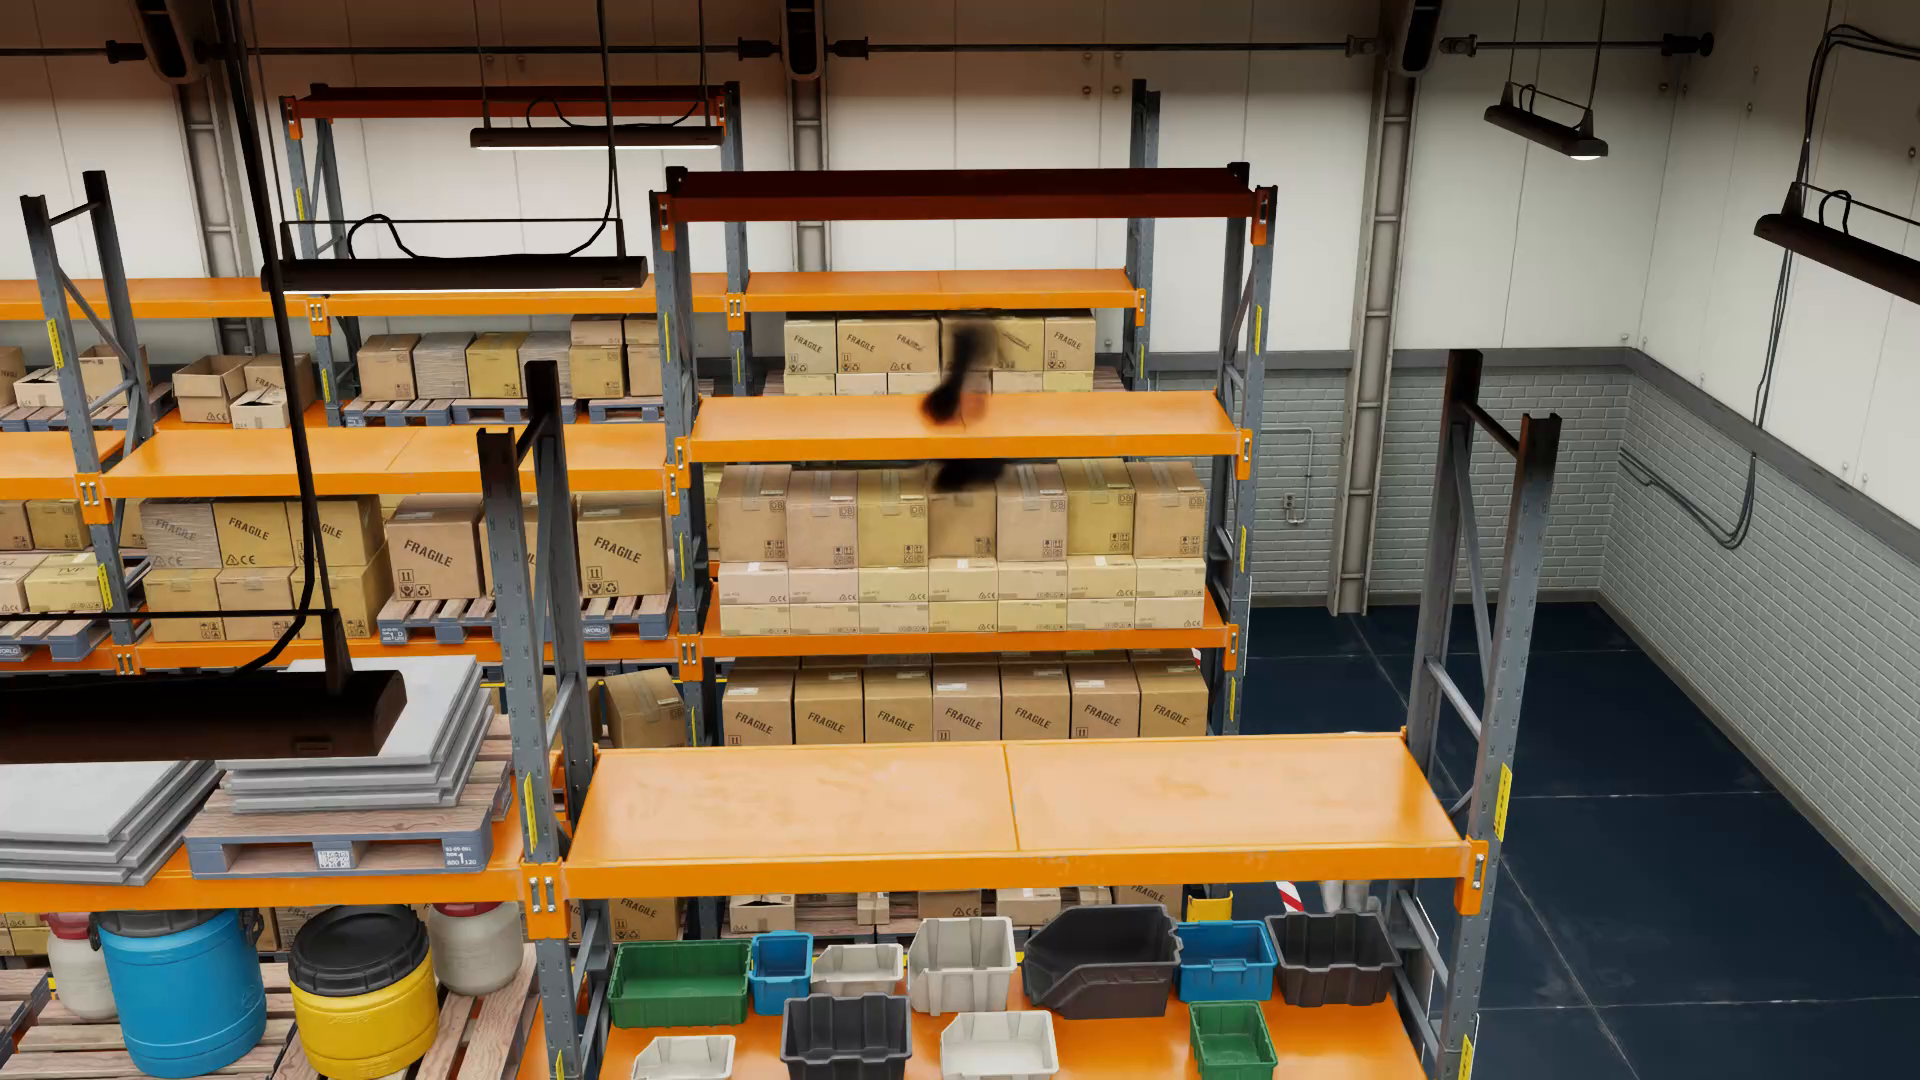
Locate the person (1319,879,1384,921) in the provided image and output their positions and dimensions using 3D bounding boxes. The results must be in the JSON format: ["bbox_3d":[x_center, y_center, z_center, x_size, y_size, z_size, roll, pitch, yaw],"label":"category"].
[{"bbox_3d":[2.931,2.459,12.820,0.710,1.718,0.803,12,25,28],"label":"person"}]
